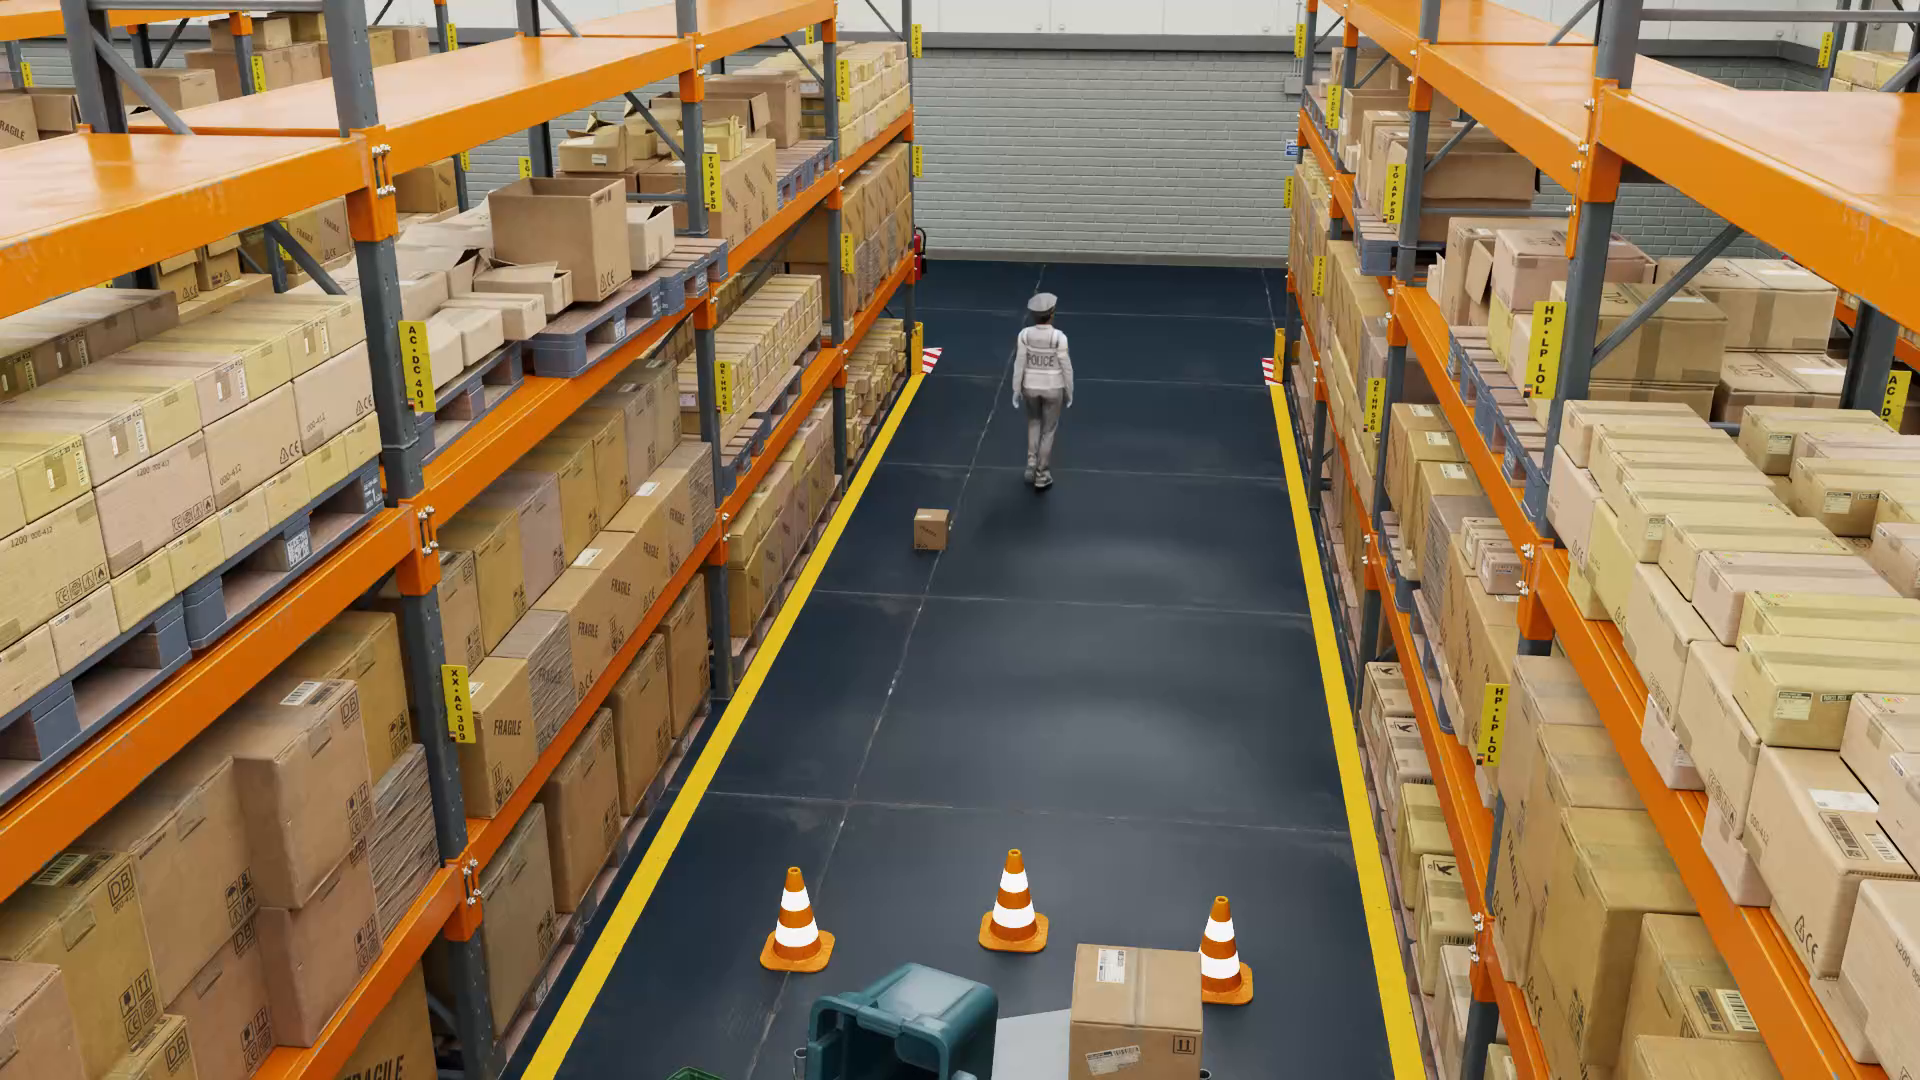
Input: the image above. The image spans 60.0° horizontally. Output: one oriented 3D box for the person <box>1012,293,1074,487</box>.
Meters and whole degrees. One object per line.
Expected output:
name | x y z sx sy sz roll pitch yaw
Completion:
person | 0.732 -1.291 14.301 0.523 1.704 0.451 8 23 21
